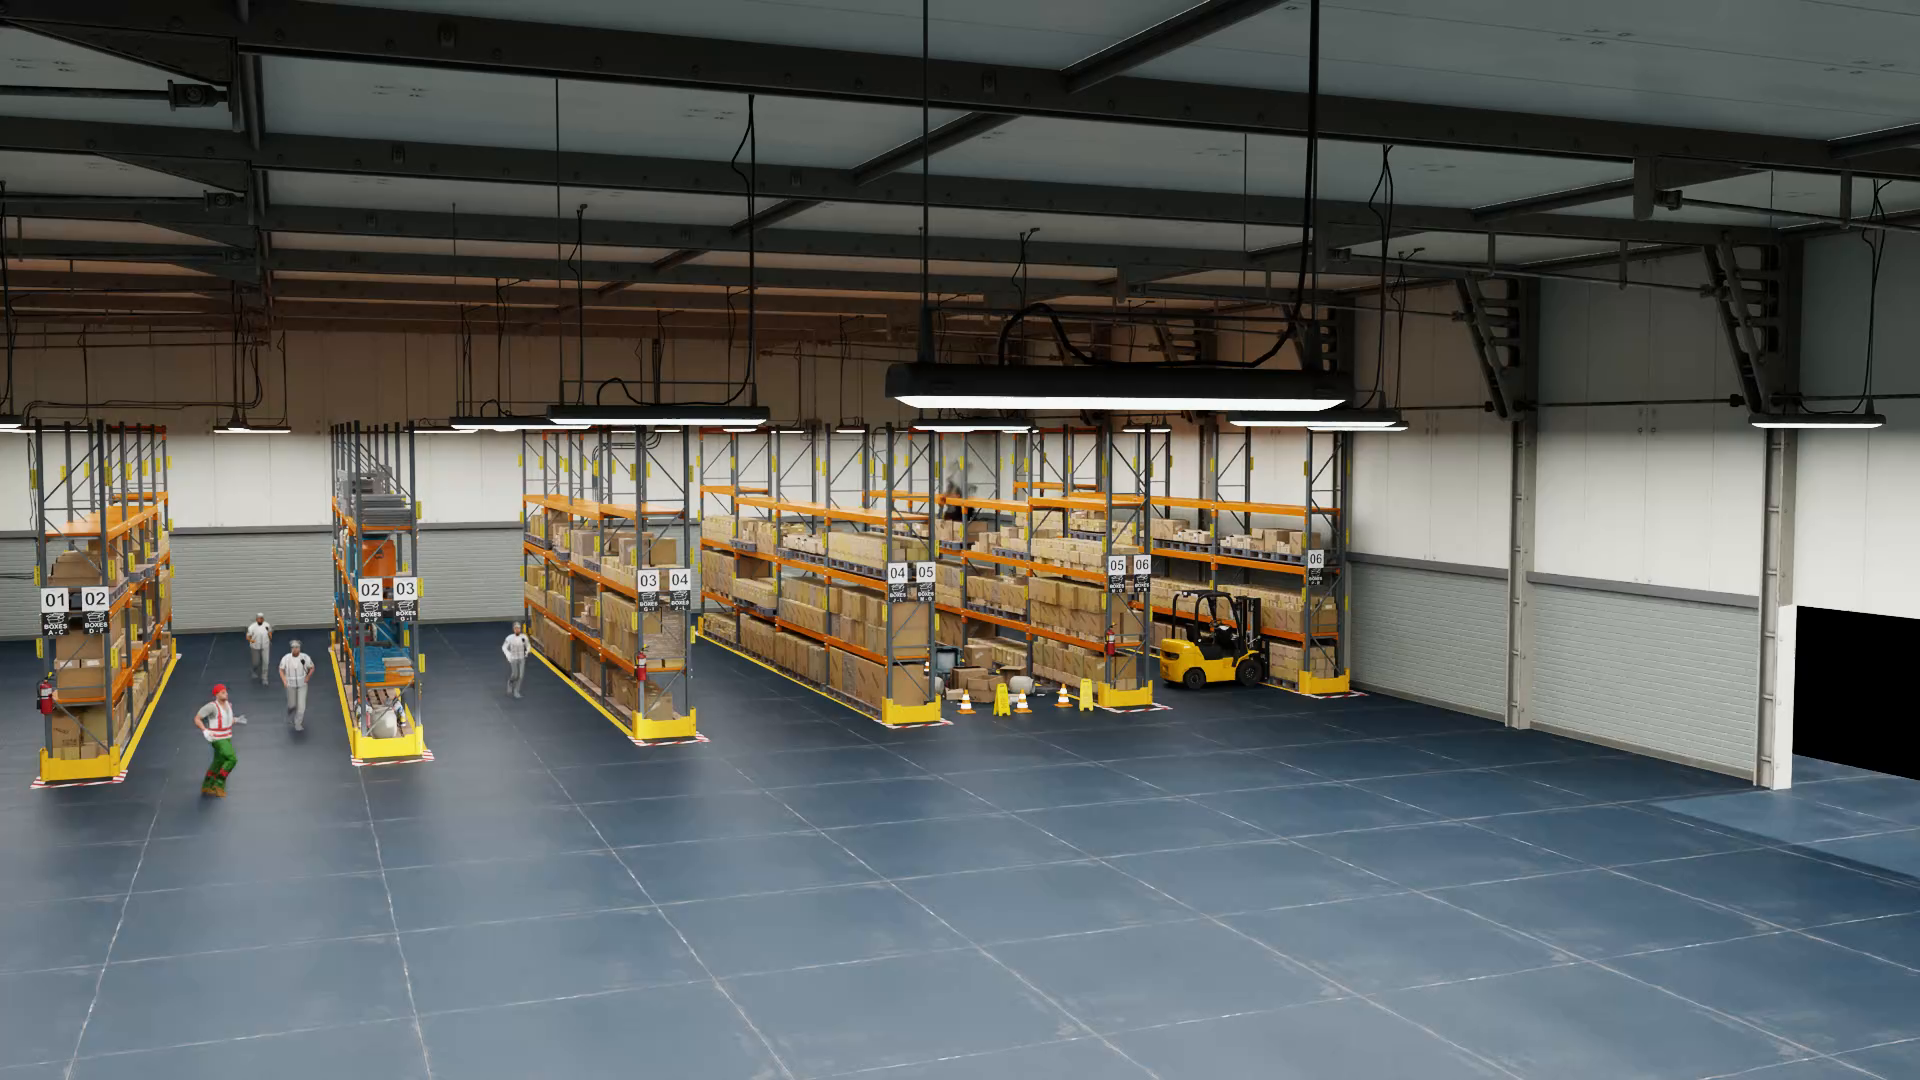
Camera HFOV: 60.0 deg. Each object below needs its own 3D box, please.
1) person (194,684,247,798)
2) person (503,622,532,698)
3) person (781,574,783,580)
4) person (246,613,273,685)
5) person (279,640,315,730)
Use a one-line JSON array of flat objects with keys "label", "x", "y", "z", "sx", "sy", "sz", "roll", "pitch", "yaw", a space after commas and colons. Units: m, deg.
[{"label": "person", "x": -11.727, "y": 3.191, "z": 26.449, "sx": 0.720, "sy": 1.814, "sz": 0.619, "roll": 0, "pitch": 4, "yaw": 5}, {"label": "person", "x": -9.679, "y": 2.621, "z": 36.444, "sx": 0.605, "sy": 1.669, "sz": 0.569, "roll": -2, "pitch": 4, "yaw": -26}, {"label": "person", "x": -5.350, "y": 1.807, "z": 48.718, "sx": 0.715, "sy": 1.713, "sz": 0.995, "roll": -2, "pitch": 4, "yaw": -29}, {"label": "person", "x": -16.202, "y": 2.497, "z": 38.485, "sx": 0.592, "sy": 1.655, "sz": 0.886, "roll": -2, "pitch": 4, "yaw": -33}, {"label": "person", "x": -12.970, "y": 2.825, "z": 32.554, "sx": 0.653, "sy": 1.755, "sz": 0.647, "roll": -1, "pitch": 4, "yaw": -23}]
